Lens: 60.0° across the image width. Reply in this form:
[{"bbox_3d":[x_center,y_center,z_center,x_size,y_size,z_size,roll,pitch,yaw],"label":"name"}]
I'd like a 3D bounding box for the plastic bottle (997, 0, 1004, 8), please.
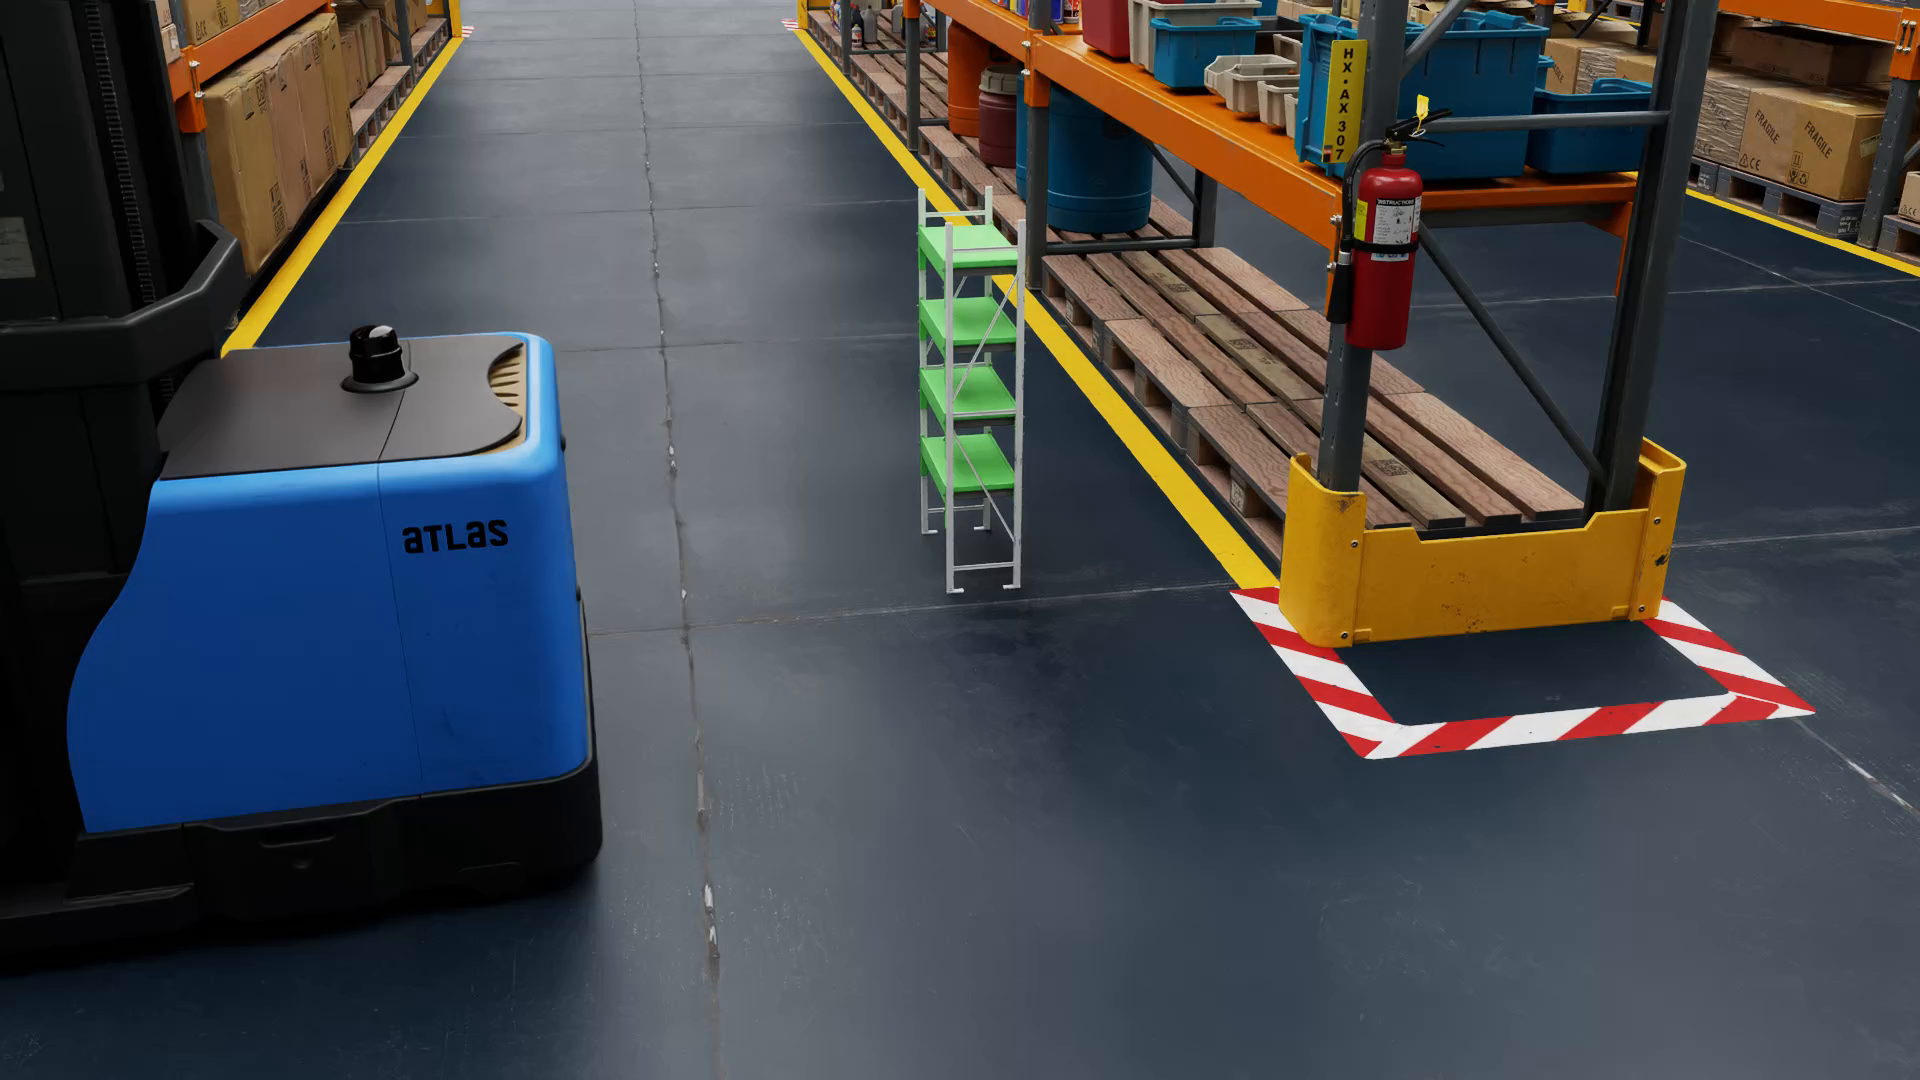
[{"bbox_3d":[0.294,-3.153,9.377,0.152,0.276,0.135,-4,24,-10],"label":"plastic bottle"}]

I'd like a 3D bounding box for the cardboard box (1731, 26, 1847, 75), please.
[{"bbox_3d":[5.585,-3.301,11.197,0.500,0.250,0.500,-5,24,-11],"label":"cardboard box"}]

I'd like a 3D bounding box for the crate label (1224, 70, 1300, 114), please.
[{"bbox_3d":[1.141,-1.601,5.921,0.396,0.136,0.243,-4,24,-10],"label":"crate label"}]

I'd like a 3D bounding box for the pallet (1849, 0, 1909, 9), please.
[{"bbox_3d":[5.673,-3.337,9.882,1.003,0.211,1.213,-4,24,-10],"label":"pallet"}]

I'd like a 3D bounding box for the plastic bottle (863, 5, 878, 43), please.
[{"bbox_3d":[-0.895,-5.114,16.472,0.144,0.351,0.185,-4,24,-10],"label":"plastic bottle"}]

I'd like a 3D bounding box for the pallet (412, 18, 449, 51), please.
[{"bbox_3d":[-6.112,-5.461,17.989,1.003,0.211,1.213,-4,24,-10],"label":"pallet"}]

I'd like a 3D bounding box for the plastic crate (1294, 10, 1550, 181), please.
[{"bbox_3d":[1.339,-1.325,4.918,0.616,0.435,0.499,-4,24,-10],"label":"plastic crate"}]

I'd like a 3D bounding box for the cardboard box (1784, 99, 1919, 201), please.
[{"bbox_3d":[5.341,-2.331,9.913,0.500,0.500,0.500,-4,24,-10],"label":"cardboard box"}]

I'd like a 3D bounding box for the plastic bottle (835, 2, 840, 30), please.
[{"bbox_3d":[-1.263,-5.498,17.450,0.097,0.271,0.097,0,24,0],"label":"plastic bottle"}]

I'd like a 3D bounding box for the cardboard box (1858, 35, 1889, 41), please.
[{"bbox_3d":[9.399,-5.185,16.448,0.700,0.500,0.500,-5,24,-11],"label":"cardboard box"}]

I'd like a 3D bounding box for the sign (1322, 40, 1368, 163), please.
[{"bbox_3d":[1.047,-1.191,4.526,0.100,0.325,0.005,-4,24,-10],"label":"sign"}]

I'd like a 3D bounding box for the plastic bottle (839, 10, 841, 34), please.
[{"bbox_3d":[-1.158,-5.336,17.073,0.152,0.276,0.135,-4,24,-9],"label":"plastic bottle"}]

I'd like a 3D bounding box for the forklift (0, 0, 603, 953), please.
[{"bbox_3d":[-2.418,-0.589,3.437,3.031,2.935,1.130,-5,24,-12],"label":"forklift"}]

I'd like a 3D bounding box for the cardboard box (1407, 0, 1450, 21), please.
[{"bbox_3d":[4.250,-4.857,15.332,0.500,0.311,0.500,-5,24,-11],"label":"cardboard box"}]

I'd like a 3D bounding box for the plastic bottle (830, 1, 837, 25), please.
[{"bbox_3d":[-1.345,-5.672,17.849,0.097,0.271,0.097,0,24,0],"label":"plastic bottle"}]

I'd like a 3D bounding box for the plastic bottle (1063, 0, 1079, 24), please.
[{"bbox_3d":[0.573,-2.794,8.647,0.097,0.201,0.097,0,24,0],"label":"plastic bottle"}]

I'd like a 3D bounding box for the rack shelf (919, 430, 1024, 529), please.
[{"bbox_3d":[0.031,-0.206,5.482,0.258,0.148,0.480,-4,24,-10],"label":"rack shelf"}]

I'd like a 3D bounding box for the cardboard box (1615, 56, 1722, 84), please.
[{"bbox_3d":[4.967,-3.128,11.738,0.500,0.500,0.500,-5,24,-10],"label":"cardboard box"}]

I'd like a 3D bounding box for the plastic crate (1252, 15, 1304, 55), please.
[{"bbox_3d":[1.316,-2.218,7.350,0.437,0.125,0.590,-4,24,-10],"label":"plastic crate"}]

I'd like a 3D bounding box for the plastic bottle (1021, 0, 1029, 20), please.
[{"bbox_3d":[0.367,-2.902,8.793,0.061,0.283,0.133,-4,24,-10],"label":"plastic bottle"}]

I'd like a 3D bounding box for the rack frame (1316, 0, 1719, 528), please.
[{"bbox_3d":[1.585,-1.164,4.667,1.000,3.000,0.127,-4,24,-10],"label":"rack frame"}]

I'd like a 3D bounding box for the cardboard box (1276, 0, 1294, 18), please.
[{"bbox_3d":[3.744,-5.741,18.057,0.500,0.250,0.500,-4,24,-10],"label":"cardboard box"}]

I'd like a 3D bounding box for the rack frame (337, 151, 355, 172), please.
[{"bbox_3d":[-4.762,-3.944,11.032,1.000,3.000,0.127,-4,24,-10],"label":"rack frame"}]

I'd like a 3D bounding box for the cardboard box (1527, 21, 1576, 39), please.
[{"bbox_3d":[4.635,-4.053,13.492,0.500,0.311,0.500,-4,24,-8],"label":"cardboard box"}]

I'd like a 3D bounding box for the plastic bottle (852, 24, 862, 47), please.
[{"bbox_3d":[-1.008,-4.923,16.220,0.097,0.201,0.097,0,24,0],"label":"plastic bottle"}]

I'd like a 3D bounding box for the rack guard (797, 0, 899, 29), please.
[{"bbox_3d":[-1.314,-6.285,19.516,1.175,0.500,0.348,-4,24,-10],"label":"rack guard"}]

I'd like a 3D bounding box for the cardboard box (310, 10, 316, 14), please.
[{"bbox_3d":[-5.024,-3.813,12.369,0.500,0.250,0.500,-2,24,-4],"label":"cardboard box"}]

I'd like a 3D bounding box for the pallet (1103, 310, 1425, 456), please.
[{"bbox_3d":[1.248,-0.692,7.071,1.003,0.211,1.213,-4,24,-10],"label":"pallet"}]

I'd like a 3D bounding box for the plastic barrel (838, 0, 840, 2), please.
[{"bbox_3d":[-1.177,-6.256,18.911,0.421,0.512,0.421,0,24,0],"label":"plastic barrel"}]

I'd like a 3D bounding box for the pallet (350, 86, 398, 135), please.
[{"bbox_3d":[-5.128,-3.452,13.391,1.003,0.211,1.213,-4,24,-10],"label":"pallet"}]

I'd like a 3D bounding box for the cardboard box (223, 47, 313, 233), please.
[{"bbox_3d":[-4.327,-2.191,9.149,1.225,0.875,0.875,-5,24,-12],"label":"cardboard box"}]

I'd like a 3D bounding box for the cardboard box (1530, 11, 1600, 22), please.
[{"bbox_3d":[5.060,-4.299,14.055,0.500,0.311,0.500,-5,24,-11],"label":"cardboard box"}]

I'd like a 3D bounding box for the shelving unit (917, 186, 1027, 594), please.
[{"bbox_3d":[0.031,-0.485,5.361,0.258,1.200,0.503,-4,24,-10],"label":"shelving unit"}]

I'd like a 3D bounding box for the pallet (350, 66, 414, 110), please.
[{"bbox_3d":[-5.357,-3.933,14.492,1.003,0.211,1.213,-4,24,-10],"label":"pallet"}]

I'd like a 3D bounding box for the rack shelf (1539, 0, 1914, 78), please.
[{"bbox_3d":[5.344,-3.559,11.050,1.077,0.370,4.000,-4,24,-10],"label":"rack shelf"}]

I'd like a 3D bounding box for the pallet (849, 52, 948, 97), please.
[{"bbox_3d":[-0.451,-4.300,15.332,1.003,0.211,1.213,-4,24,-10],"label":"pallet"}]

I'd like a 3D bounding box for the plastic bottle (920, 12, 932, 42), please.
[{"bbox_3d":[-0.349,-5.120,16.579,0.152,0.276,0.135,-3,24,-8],"label":"plastic bottle"}]

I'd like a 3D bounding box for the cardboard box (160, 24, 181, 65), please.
[{"bbox_3d":[-3.644,-2.160,7.261,0.380,0.149,0.250,-4,24,-9],"label":"cardboard box"}]

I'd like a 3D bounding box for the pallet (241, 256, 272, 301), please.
[{"bbox_3d":[-4.239,-1.391,8.670,1.003,0.211,1.213,-4,24,-10],"label":"pallet"}]

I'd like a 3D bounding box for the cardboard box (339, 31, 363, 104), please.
[{"bbox_3d":[-5.133,-3.702,13.051,0.700,0.500,0.500,-2,24,-5],"label":"cardboard box"}]

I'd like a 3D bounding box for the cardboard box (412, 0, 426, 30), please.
[{"bbox_3d":[-5.998,-5.658,17.556,0.500,0.500,0.500,2,24,4],"label":"cardboard box"}]

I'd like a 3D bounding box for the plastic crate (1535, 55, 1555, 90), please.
[{"bbox_3d":[1.741,-1.495,5.559,0.416,0.233,0.300,-4,24,-10],"label":"plastic crate"}]

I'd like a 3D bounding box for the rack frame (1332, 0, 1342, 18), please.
[{"bbox_3d":[4.234,-6.249,16.310,1.000,3.000,0.127,-4,24,-10],"label":"rack frame"}]

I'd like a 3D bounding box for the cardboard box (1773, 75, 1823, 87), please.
[{"bbox_3d":[5.669,-2.773,10.924,0.500,0.500,0.500,-4,24,-9],"label":"cardboard box"}]

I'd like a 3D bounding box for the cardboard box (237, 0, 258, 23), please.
[{"bbox_3d":[-4.048,-3.010,8.770,0.500,0.500,0.500,-5,24,-11],"label":"cardboard box"}]

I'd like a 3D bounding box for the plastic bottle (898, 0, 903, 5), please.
[{"bbox_3d":[-0.584,-5.619,17.722,0.152,0.276,0.135,-4,24,-9],"label":"plastic bottle"}]

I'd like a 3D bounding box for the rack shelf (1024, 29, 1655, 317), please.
[{"bbox_3d":[1.215,-1.621,6.612,1.077,0.370,4.000,-4,24,-10],"label":"rack shelf"}]

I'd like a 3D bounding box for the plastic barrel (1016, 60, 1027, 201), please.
[{"bbox_3d":[0.630,-2.462,9.736,0.600,0.901,0.708,-4,24,-10],"label":"plastic barrel"}]
